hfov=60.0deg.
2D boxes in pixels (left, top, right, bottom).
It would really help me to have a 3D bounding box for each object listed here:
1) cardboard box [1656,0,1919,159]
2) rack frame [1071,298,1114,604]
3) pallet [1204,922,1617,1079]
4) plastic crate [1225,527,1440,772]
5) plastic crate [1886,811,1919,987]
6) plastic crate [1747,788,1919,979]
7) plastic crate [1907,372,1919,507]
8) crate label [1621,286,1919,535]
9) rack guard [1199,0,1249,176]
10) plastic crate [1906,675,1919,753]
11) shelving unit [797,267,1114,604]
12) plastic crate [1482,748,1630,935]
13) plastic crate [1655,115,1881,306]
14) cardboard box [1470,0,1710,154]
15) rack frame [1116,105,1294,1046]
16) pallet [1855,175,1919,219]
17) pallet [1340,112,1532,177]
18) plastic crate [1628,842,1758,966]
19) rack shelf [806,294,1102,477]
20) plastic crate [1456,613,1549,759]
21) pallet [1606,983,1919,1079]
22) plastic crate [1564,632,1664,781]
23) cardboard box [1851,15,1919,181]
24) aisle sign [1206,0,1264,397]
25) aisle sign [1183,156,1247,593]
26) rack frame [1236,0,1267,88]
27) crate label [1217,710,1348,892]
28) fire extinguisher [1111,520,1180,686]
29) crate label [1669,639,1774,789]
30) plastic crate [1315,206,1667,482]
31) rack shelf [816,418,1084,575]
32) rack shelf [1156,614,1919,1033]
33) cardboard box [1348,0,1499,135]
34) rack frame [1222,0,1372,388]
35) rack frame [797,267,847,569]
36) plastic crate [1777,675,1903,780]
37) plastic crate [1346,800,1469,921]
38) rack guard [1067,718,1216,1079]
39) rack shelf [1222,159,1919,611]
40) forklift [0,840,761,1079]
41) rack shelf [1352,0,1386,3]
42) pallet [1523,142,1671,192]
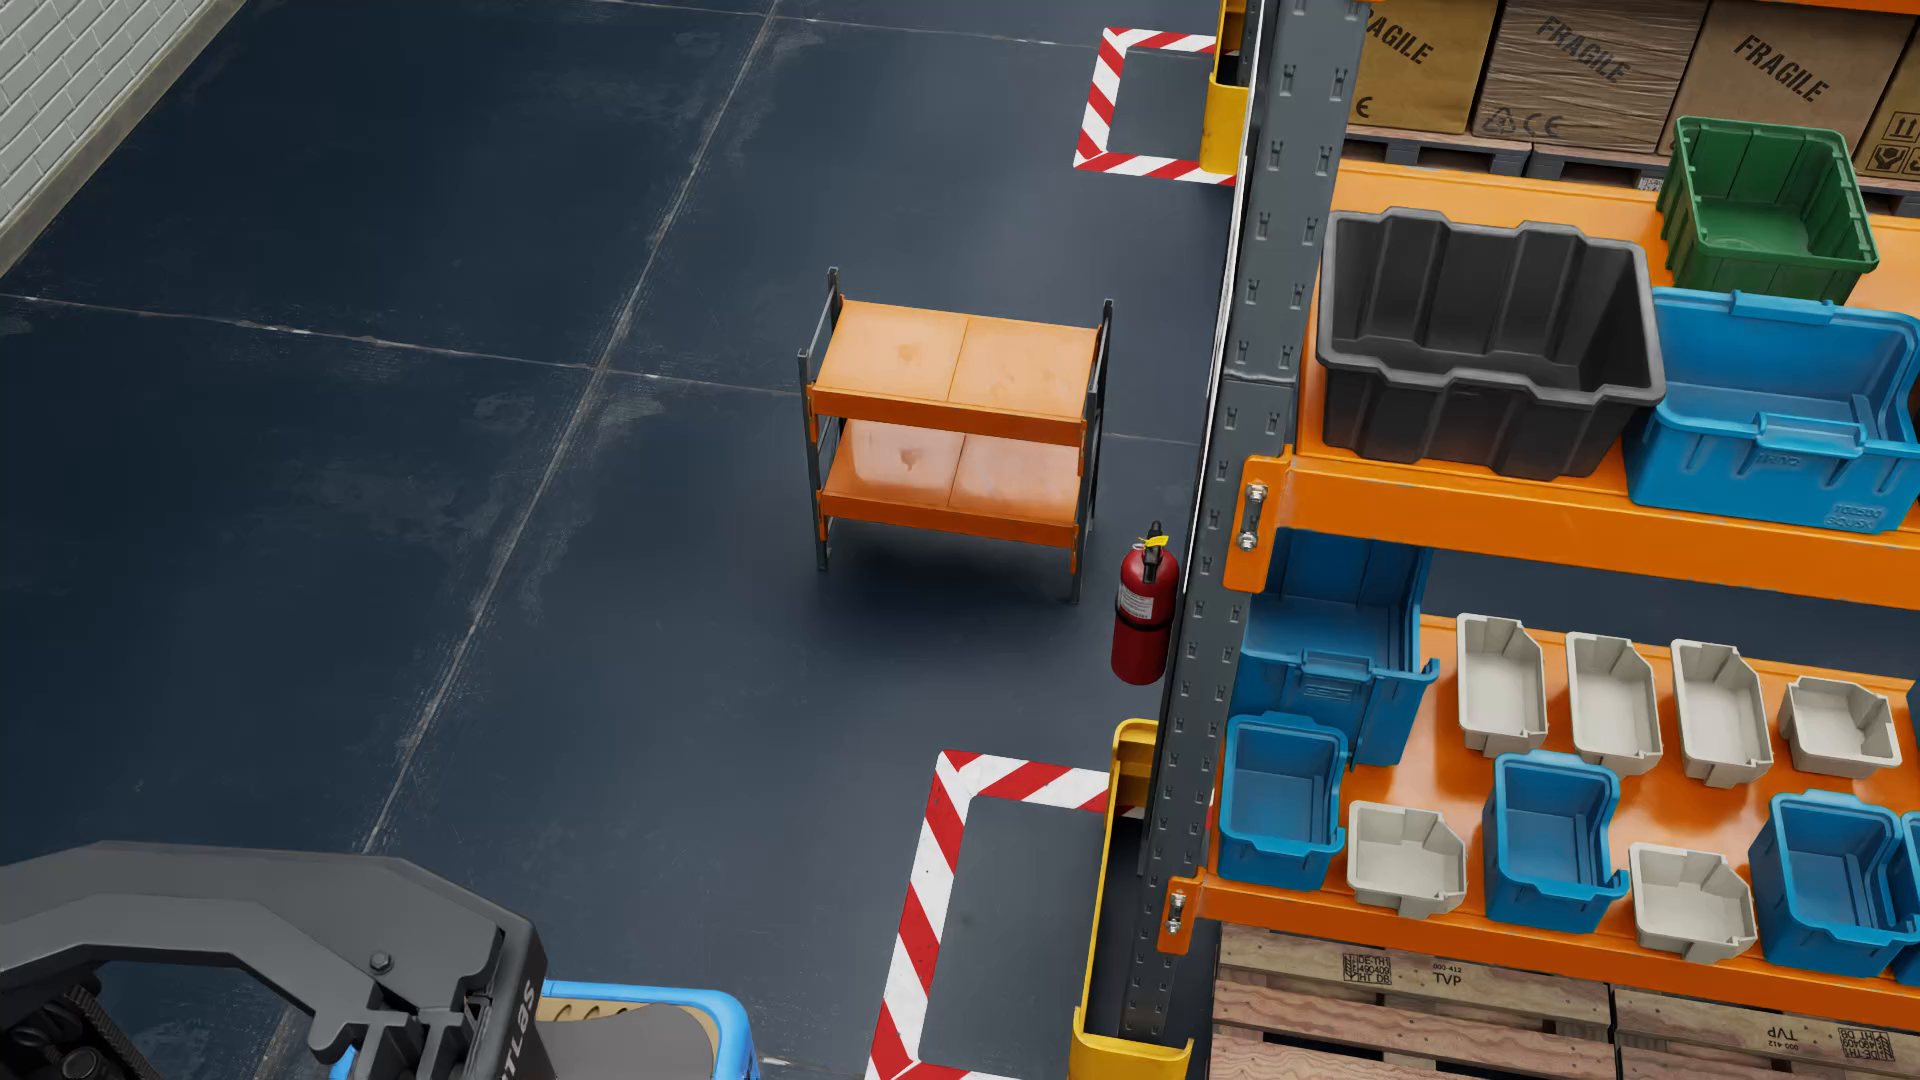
[{"bbox_3d":[3.912,-2.431,8.036,0.875,0.875,0.875,8,49,7],"label":"cardboard box"},{"bbox_3d":[0.494,-0.310,6.244,0.032,1.125,0.500,8,49,7],"label":"rack frame"},{"bbox_3d":[1.420,1.430,5.295,1.213,0.211,1.003,8,49,7],"label":"pallet"},{"bbox_3d":[0.978,0.236,4.429,0.499,0.435,0.616,8,49,7],"label":"plastic crate"},{"bbox_3d":[2.391,0.884,3.983,0.300,0.233,0.416,8,49,7],"label":"plastic crate"},{"bbox_3d":[2.096,0.844,4.019,0.300,0.233,0.416,8,49,7],"label":"plastic crate"},{"bbox_3d":[2.070,-0.218,2.926,0.767,0.338,0.504,8,49,7],"label":"plastic crate"},{"bbox_3d":[1.466,-0.234,2.999,0.502,0.251,0.408,8,49,7],"label":"crate label"},{"bbox_3d":[1.473,-2.432,8.571,0.348,0.500,1.175,8,49,7],"label":"rack guard"},{"bbox_3d":[2.682,0.481,4.346,0.300,0.233,0.416,8,49,7],"label":"plastic crate"},{"bbox_3d":[-0.007,-0.377,6.304,1.048,1.125,0.538,8,49,7],"label":"shelving unit"},{"bbox_3d":[1.448,0.757,4.097,0.300,0.233,0.416,8,49,7],"label":"plastic crate"},{"bbox_3d":[1.637,-0.650,3.415,0.336,0.188,0.450,8,49,7],"label":"plastic crate"},{"bbox_3d":[3.036,-2.548,8.141,0.875,0.875,0.875,8,49,7],"label":"cardboard box"},{"bbox_3d":[0.616,0.361,4.381,0.127,3.000,1.000,8,49,7],"label":"rack frame"},{"bbox_3d":[4.698,-1.961,8.342,1.213,0.211,1.003,8,49,7],"label":"pallet"},{"bbox_3d":[2.297,-2.284,8.633,1.213,0.211,1.003,8,49,7],"label":"pallet"},{"bbox_3d":[1.769,0.895,4.038,0.298,0.136,0.250,8,49,7],"label":"plastic crate"},{"bbox_3d":[-0.007,-0.572,6.087,1.000,0.278,0.538,8,49,7],"label":"rack shelf"},{"bbox_3d":[1.450,0.404,4.479,0.243,0.136,0.396,8,49,7],"label":"plastic crate"},{"bbox_3d":[2.617,1.593,5.148,1.213,0.211,1.003,8,49,7],"label":"pallet"},{"bbox_3d":[1.733,0.453,4.435,0.243,0.136,0.396,8,49,7],"label":"plastic crate"},{"bbox_3d":[4.798,-2.312,7.929,0.875,0.875,0.875,8,49,7],"label":"cardboard box"},{"bbox_3d":[0.597,-0.732,3.615,0.004,0.787,0.394,8,49,7],"label":"aisle sign"},{"bbox_3d":[0.492,-0.300,3.227,0.004,0.787,0.394,8,49,7],"label":"aisle sign"},{"bbox_3d":[1.497,-3.265,7.639,0.127,3.000,1.000,8,49,7],"label":"rack frame"},{"bbox_3d":[0.800,0.670,4.175,0.303,0.233,0.416,8,49,7],"label":"crate label"},{"bbox_3d":[0.548,0.159,4.866,0.183,0.674,0.296,8,49,7],"label":"fire extinguisher"},{"bbox_3d":[2.011,0.472,4.418,0.243,0.136,0.396,8,49,7],"label":"crate label"},{"bbox_3d":[0.945,-0.343,3.085,0.590,0.269,0.497,8,49,7],"label":"plastic crate"},{"bbox_3d":[-0.007,-0.213,6.486,1.000,0.278,0.538,8,49,7],"label":"rack shelf"},{"bbox_3d":[2.584,0.866,4.411,4.000,0.370,1.077,8,49,7],"label":"rack shelf"},{"bbox_3d":[2.141,-2.669,8.250,0.875,0.875,0.875,8,49,7],"label":"cardboard box"},{"bbox_3d":[0.616,-1.644,2.150,0.127,3.000,1.000,8,49,7],"label":"rack frame"},{"bbox_3d":[-0.507,-0.444,6.365,0.032,1.125,0.500,8,49,7],"label":"rack frame"},{"bbox_3d":[2.306,0.498,4.395,0.250,0.136,0.298,8,49,7],"label":"plastic crate"},{"bbox_3d":[1.101,0.806,4.119,0.298,0.136,0.250,8,49,7],"label":"plastic crate"},{"bbox_3d":[0.590,1.203,5.305,0.348,0.500,1.175,8,49,7],"label":"rack guard"},{"bbox_3d":[2.584,-0.137,3.295,4.000,0.370,1.077,8,49,7],"label":"rack shelf"},{"bbox_3d":[-1.139,1.968,2.983,1.130,2.935,3.031,3,48,2],"label":"forklift"},{"bbox_3d":[2.584,-1.006,2.328,4.000,0.370,1.077,8,49,7],"label":"rack shelf"},{"bbox_3d":[3.494,-2.121,8.486,1.213,0.211,1.003,8,49,7],"label":"pallet"}]
